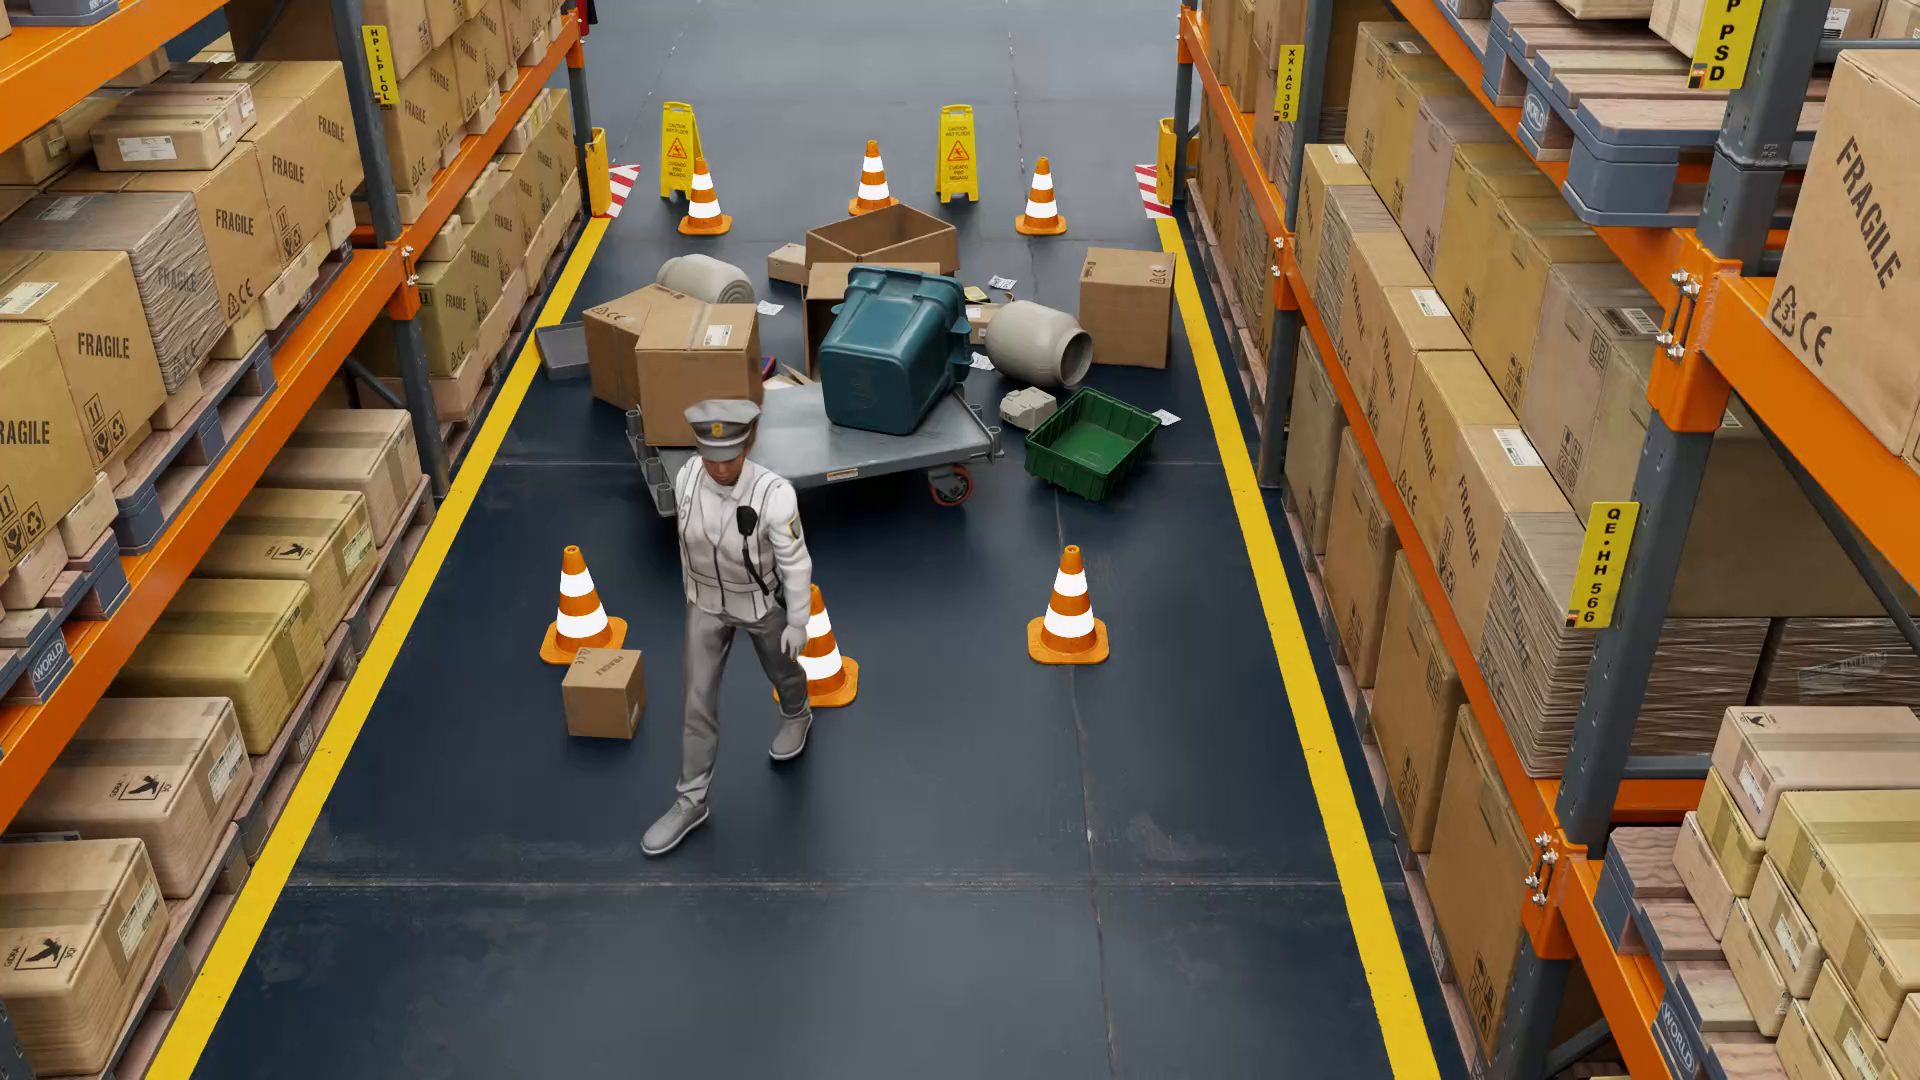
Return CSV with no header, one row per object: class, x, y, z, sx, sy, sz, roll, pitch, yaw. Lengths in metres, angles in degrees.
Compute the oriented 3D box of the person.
person,-0.768,0.235,5.756,0.546,1.626,0.874,8,33,13
